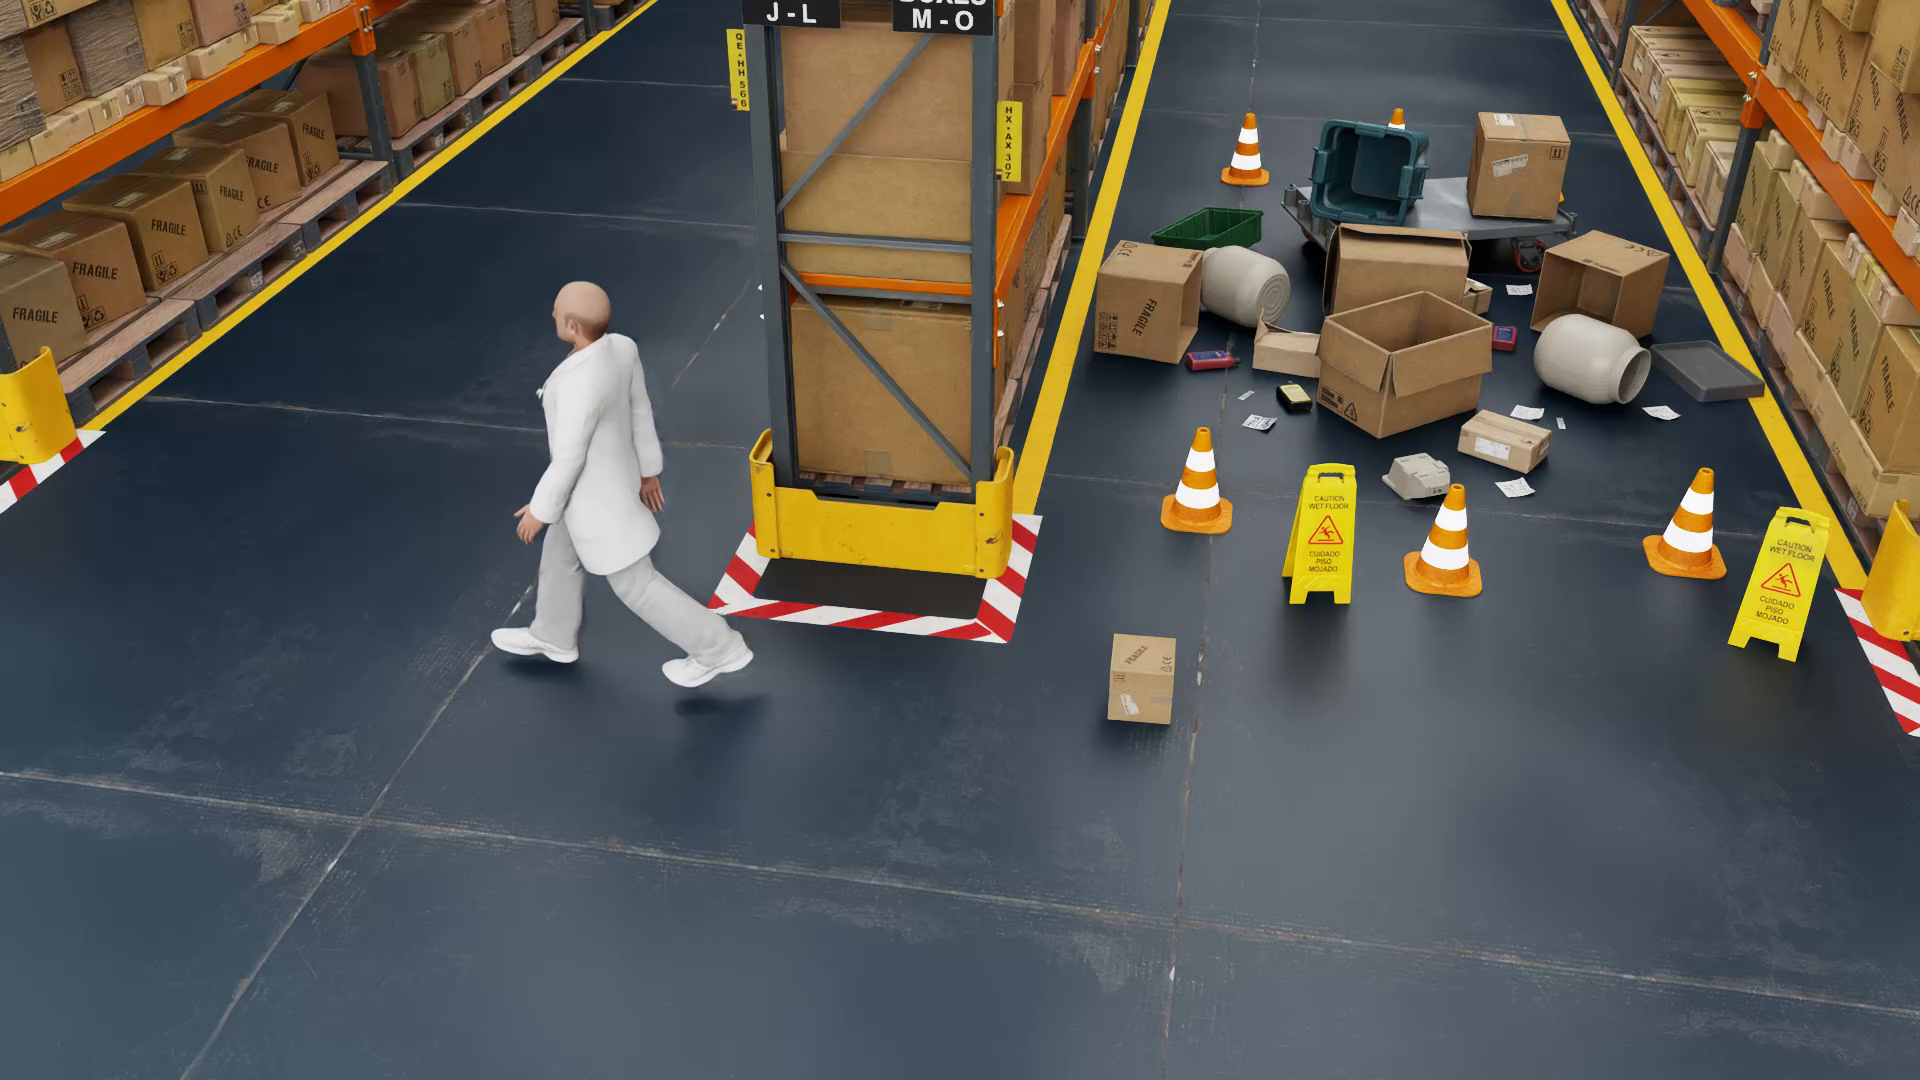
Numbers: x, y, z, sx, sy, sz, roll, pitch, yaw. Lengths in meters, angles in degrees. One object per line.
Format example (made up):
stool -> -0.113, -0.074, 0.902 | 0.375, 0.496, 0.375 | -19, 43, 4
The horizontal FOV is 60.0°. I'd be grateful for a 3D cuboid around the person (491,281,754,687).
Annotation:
person -> -1.403, -0.187, 6.448 | 1.141, 1.729, 0.568 | 2, 32, 3
